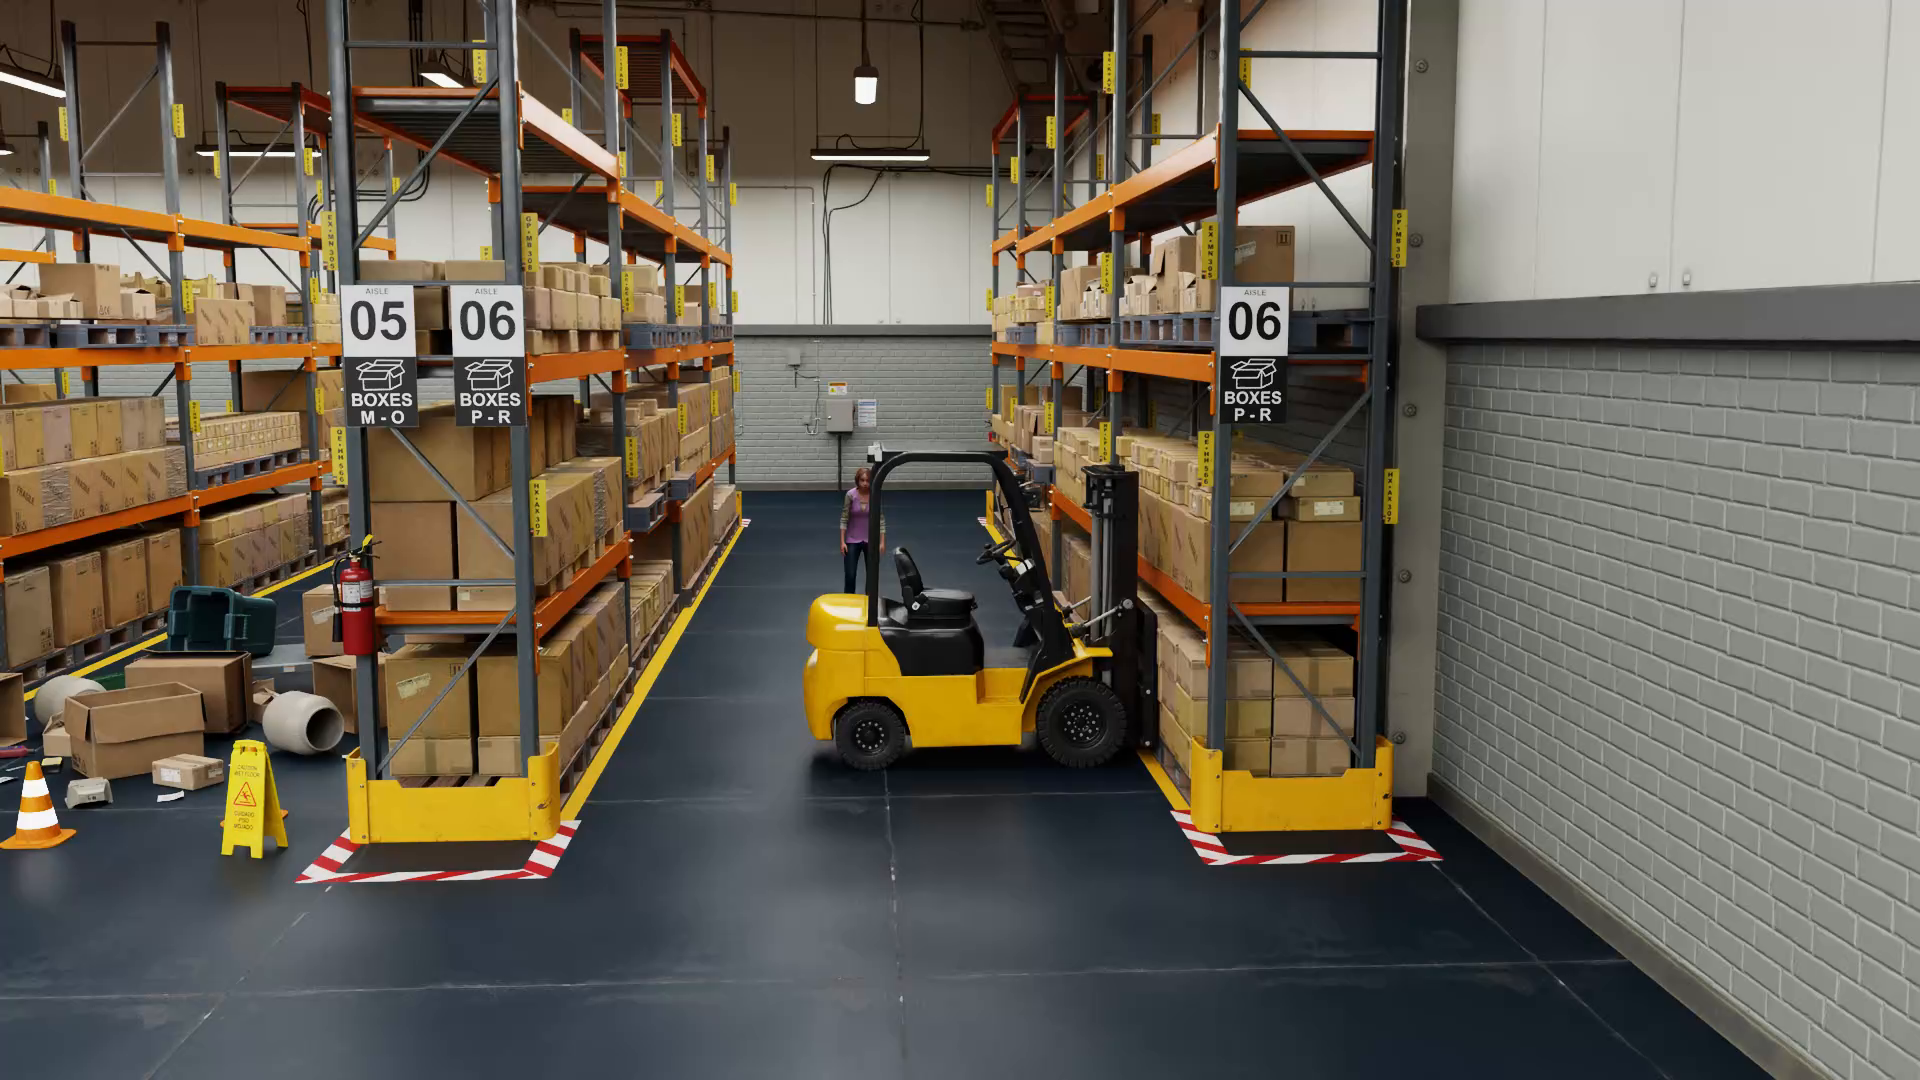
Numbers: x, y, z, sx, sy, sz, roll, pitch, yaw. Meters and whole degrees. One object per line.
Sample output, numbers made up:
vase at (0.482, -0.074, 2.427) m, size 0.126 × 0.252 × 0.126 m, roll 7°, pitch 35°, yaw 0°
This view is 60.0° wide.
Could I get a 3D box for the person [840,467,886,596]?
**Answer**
person at (-0.994, 0.051, 16.886) m, size 0.485 × 1.594 × 0.341 m, roll -1°, pitch 7°, yaw -7°
